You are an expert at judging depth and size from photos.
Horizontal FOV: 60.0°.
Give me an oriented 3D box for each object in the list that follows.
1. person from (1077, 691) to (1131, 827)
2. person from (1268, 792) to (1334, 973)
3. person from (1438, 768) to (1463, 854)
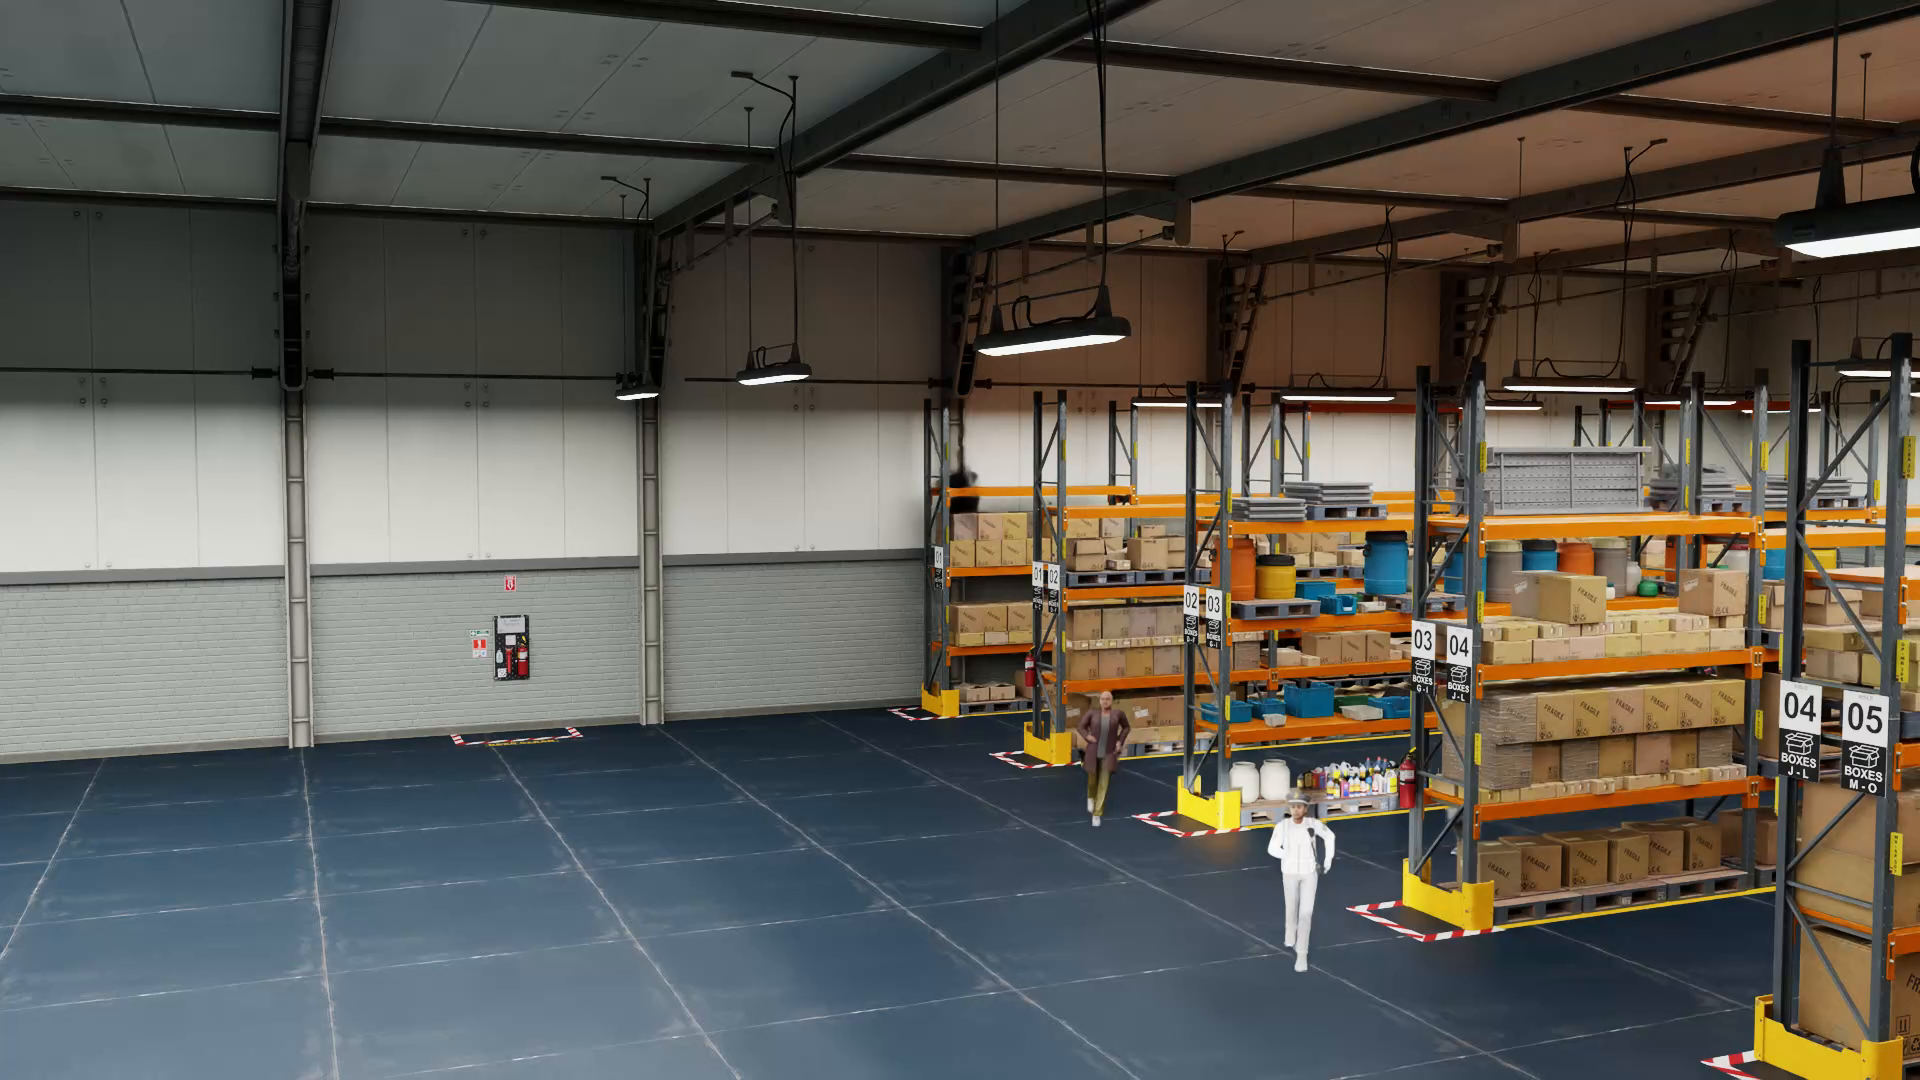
[{"bbox_3d":[1.960,2.945,22.716,0.718,1.789,0.960,1,3,8],"label":"person"},{"bbox_3d":[3.399,3.345,16.566,0.621,1.745,0.879,1,4,18],"label":"person"},{"bbox_3d":[6.216,3.199,20.786,0.605,1.501,0.560,-2,4,-28],"label":"person"}]
